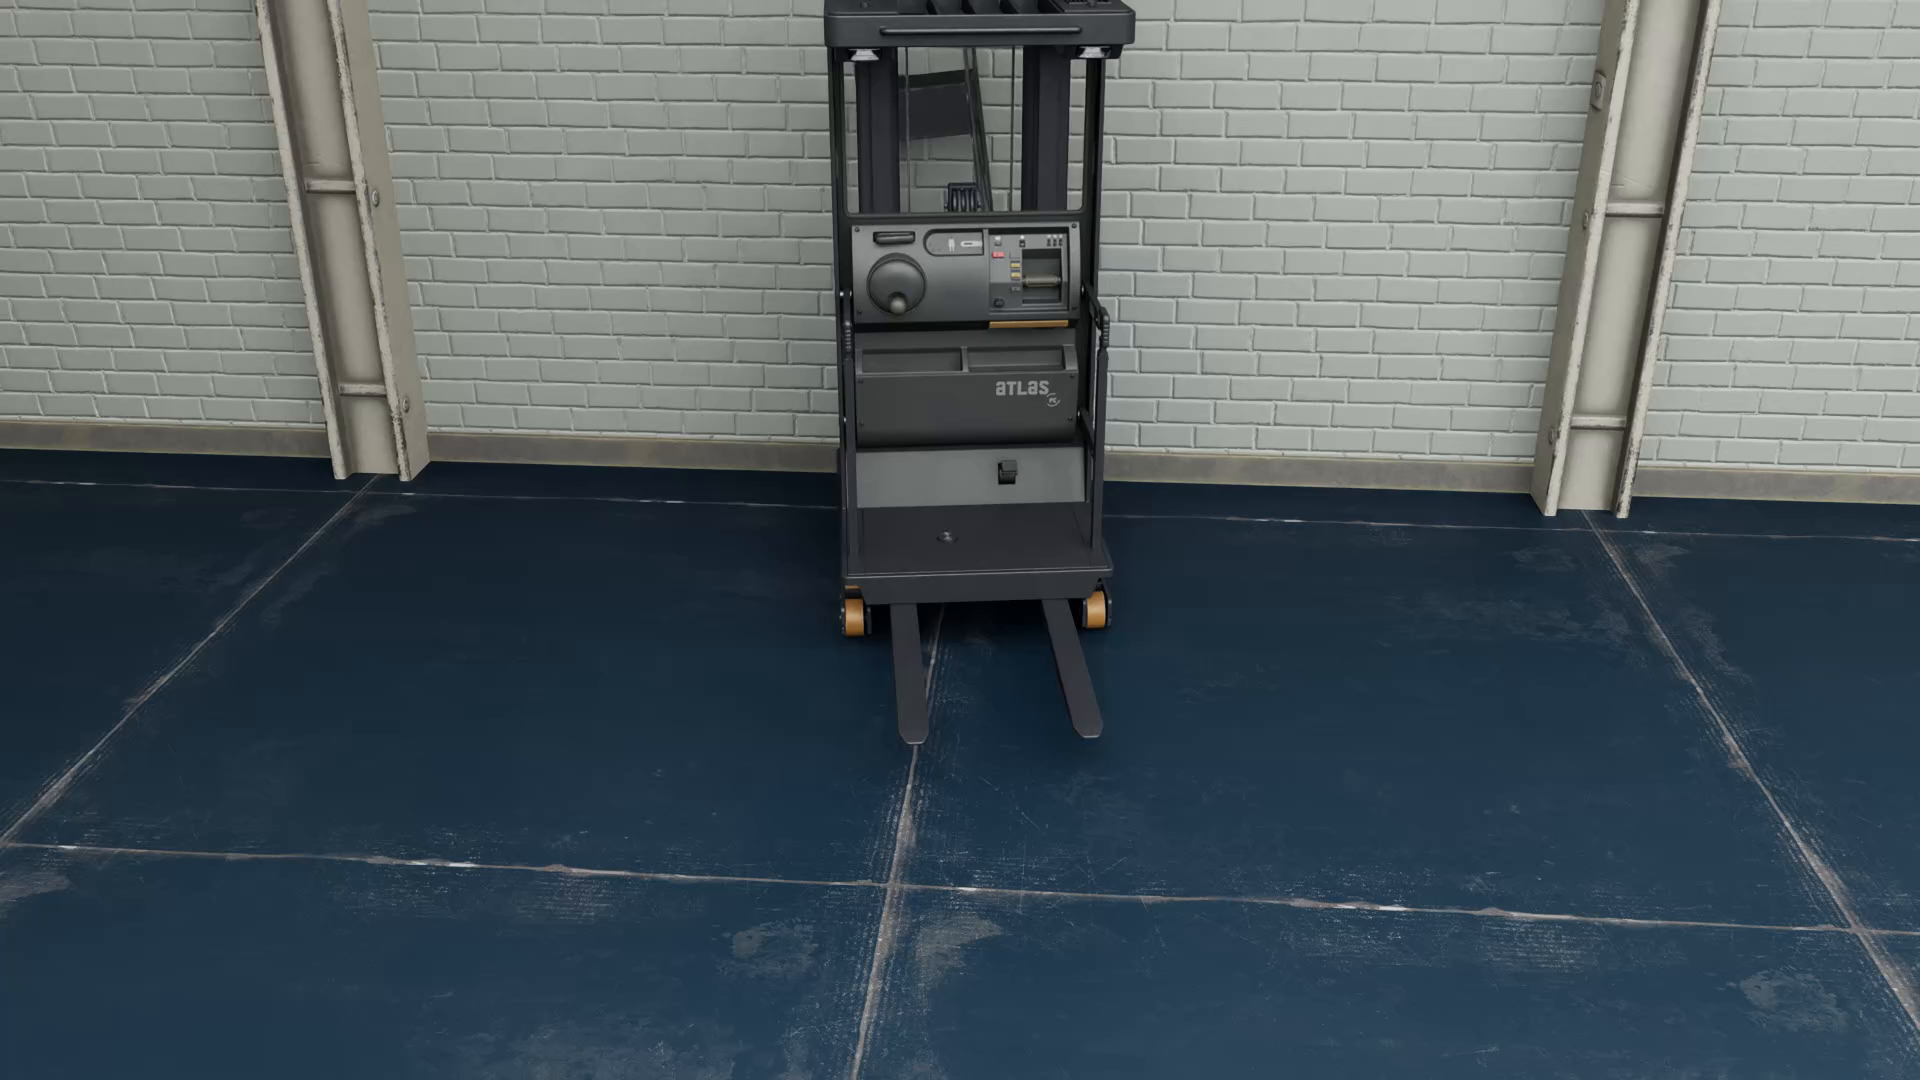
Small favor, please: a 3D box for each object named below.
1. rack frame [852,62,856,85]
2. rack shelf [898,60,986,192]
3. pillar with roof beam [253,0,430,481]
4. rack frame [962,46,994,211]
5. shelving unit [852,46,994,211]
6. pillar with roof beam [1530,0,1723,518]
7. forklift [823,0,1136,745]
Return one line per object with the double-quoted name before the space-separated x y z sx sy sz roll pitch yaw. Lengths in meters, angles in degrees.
"rack frame" -0.320 -1.222 7.872 0.015 2.100 0.400 -4 24 8
"rack shelf" -0.160 -1.862 7.564 0.480 0.518 0.431 -4 24 8
"pillar with roof beam" -3.291 -2.662 2.769 0.400 9.000 9.100 2 25 4
"rack frame" 0.162 -1.255 7.804 0.015 2.100 0.400 -4 24 8
"shelving unit" -0.079 -1.238 7.838 0.503 2.100 0.431 -4 24 8
"pillar with roof beam" 2.691 -2.470 2.352 0.400 9.000 9.100 2 25 4
"forklift" 0.043 -1.072 6.573 1.130 2.935 3.031 -2 25 -4
